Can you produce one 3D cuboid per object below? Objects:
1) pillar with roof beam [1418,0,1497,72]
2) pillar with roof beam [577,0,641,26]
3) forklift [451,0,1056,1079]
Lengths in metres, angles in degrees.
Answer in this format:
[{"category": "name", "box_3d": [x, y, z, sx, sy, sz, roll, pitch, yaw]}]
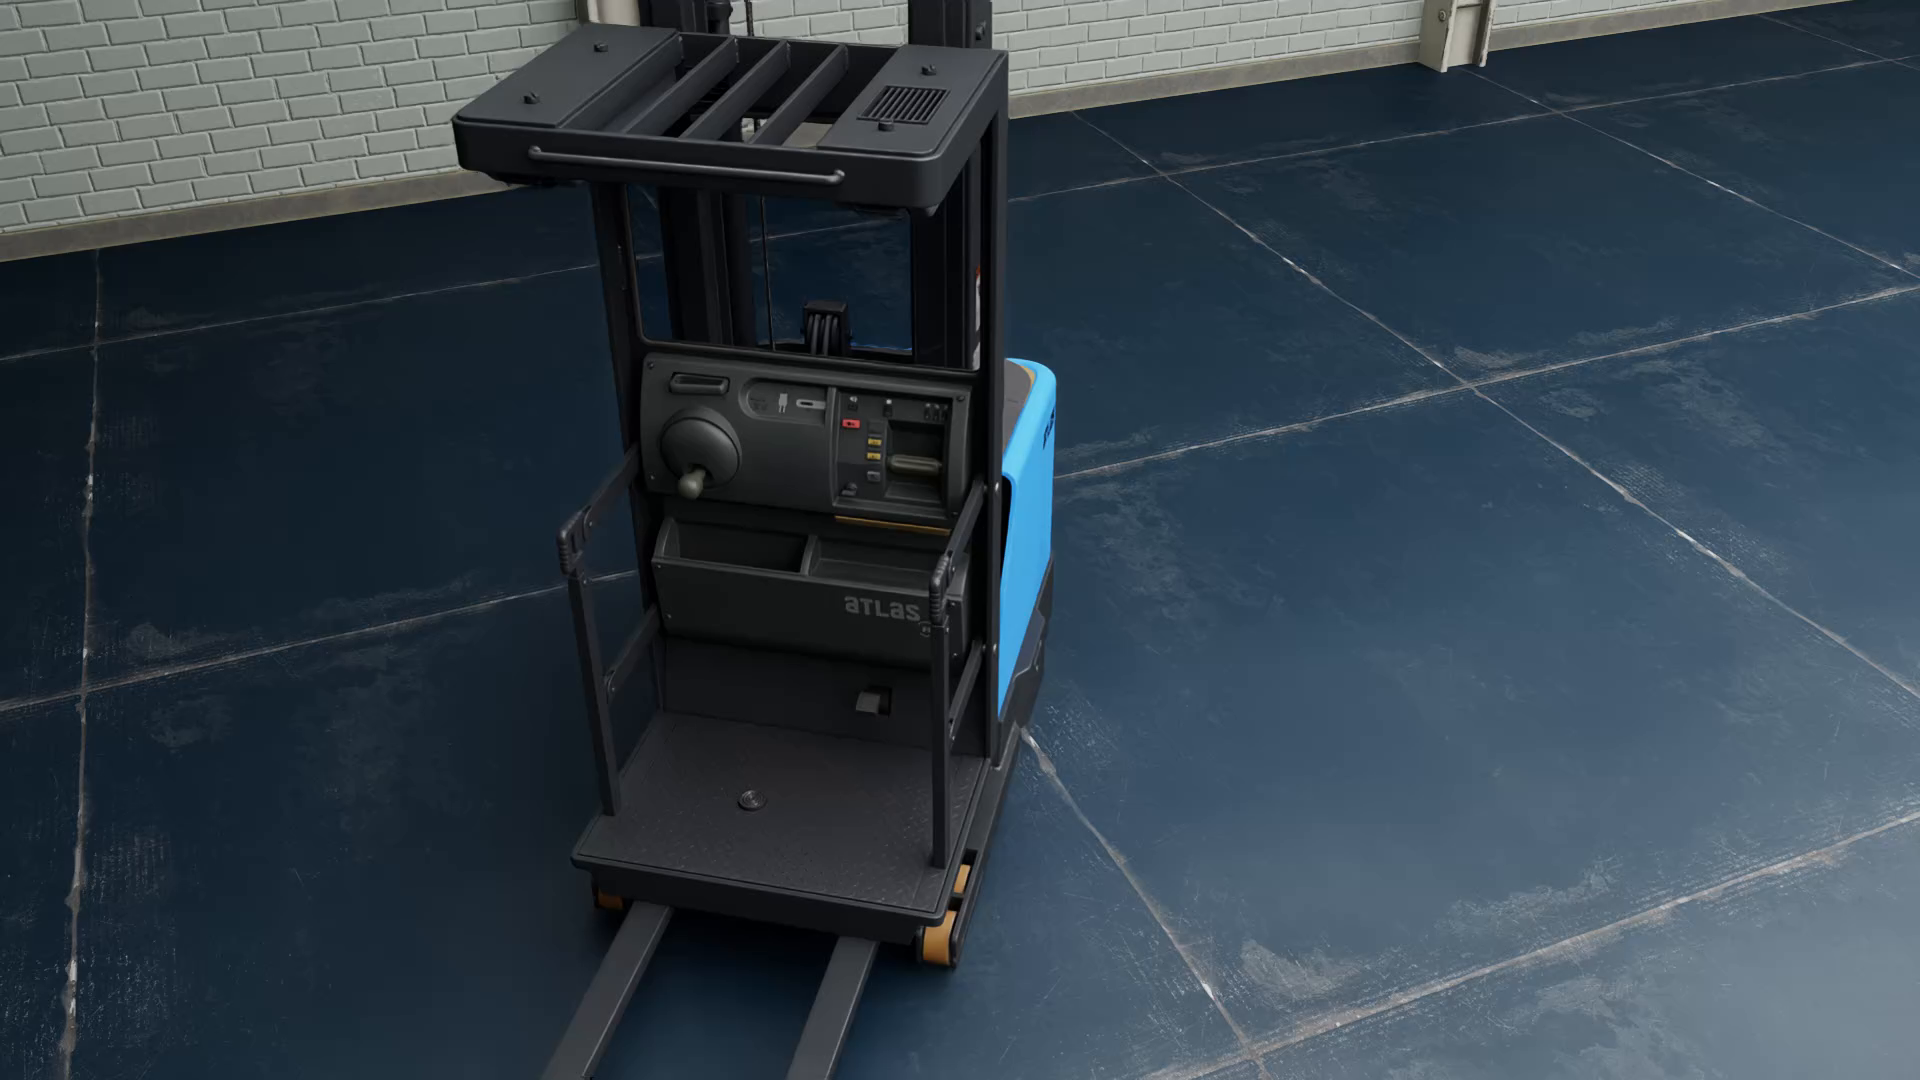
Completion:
[{"category": "pillar with roof beam", "box_3d": [5.226, -5.071, 6.292, 0.400, 9.000, 9.100, -13, 35, -19]}, {"category": "pillar with roof beam", "box_3d": [-0.306, -3.804, 4.345, 0.400, 9.000, 9.100, -13, 35, -19]}, {"category": "forklift", "box_3d": [-0.477, -0.218, 4.397, 1.130, 2.935, 3.031, 7, 34, 11]}]
